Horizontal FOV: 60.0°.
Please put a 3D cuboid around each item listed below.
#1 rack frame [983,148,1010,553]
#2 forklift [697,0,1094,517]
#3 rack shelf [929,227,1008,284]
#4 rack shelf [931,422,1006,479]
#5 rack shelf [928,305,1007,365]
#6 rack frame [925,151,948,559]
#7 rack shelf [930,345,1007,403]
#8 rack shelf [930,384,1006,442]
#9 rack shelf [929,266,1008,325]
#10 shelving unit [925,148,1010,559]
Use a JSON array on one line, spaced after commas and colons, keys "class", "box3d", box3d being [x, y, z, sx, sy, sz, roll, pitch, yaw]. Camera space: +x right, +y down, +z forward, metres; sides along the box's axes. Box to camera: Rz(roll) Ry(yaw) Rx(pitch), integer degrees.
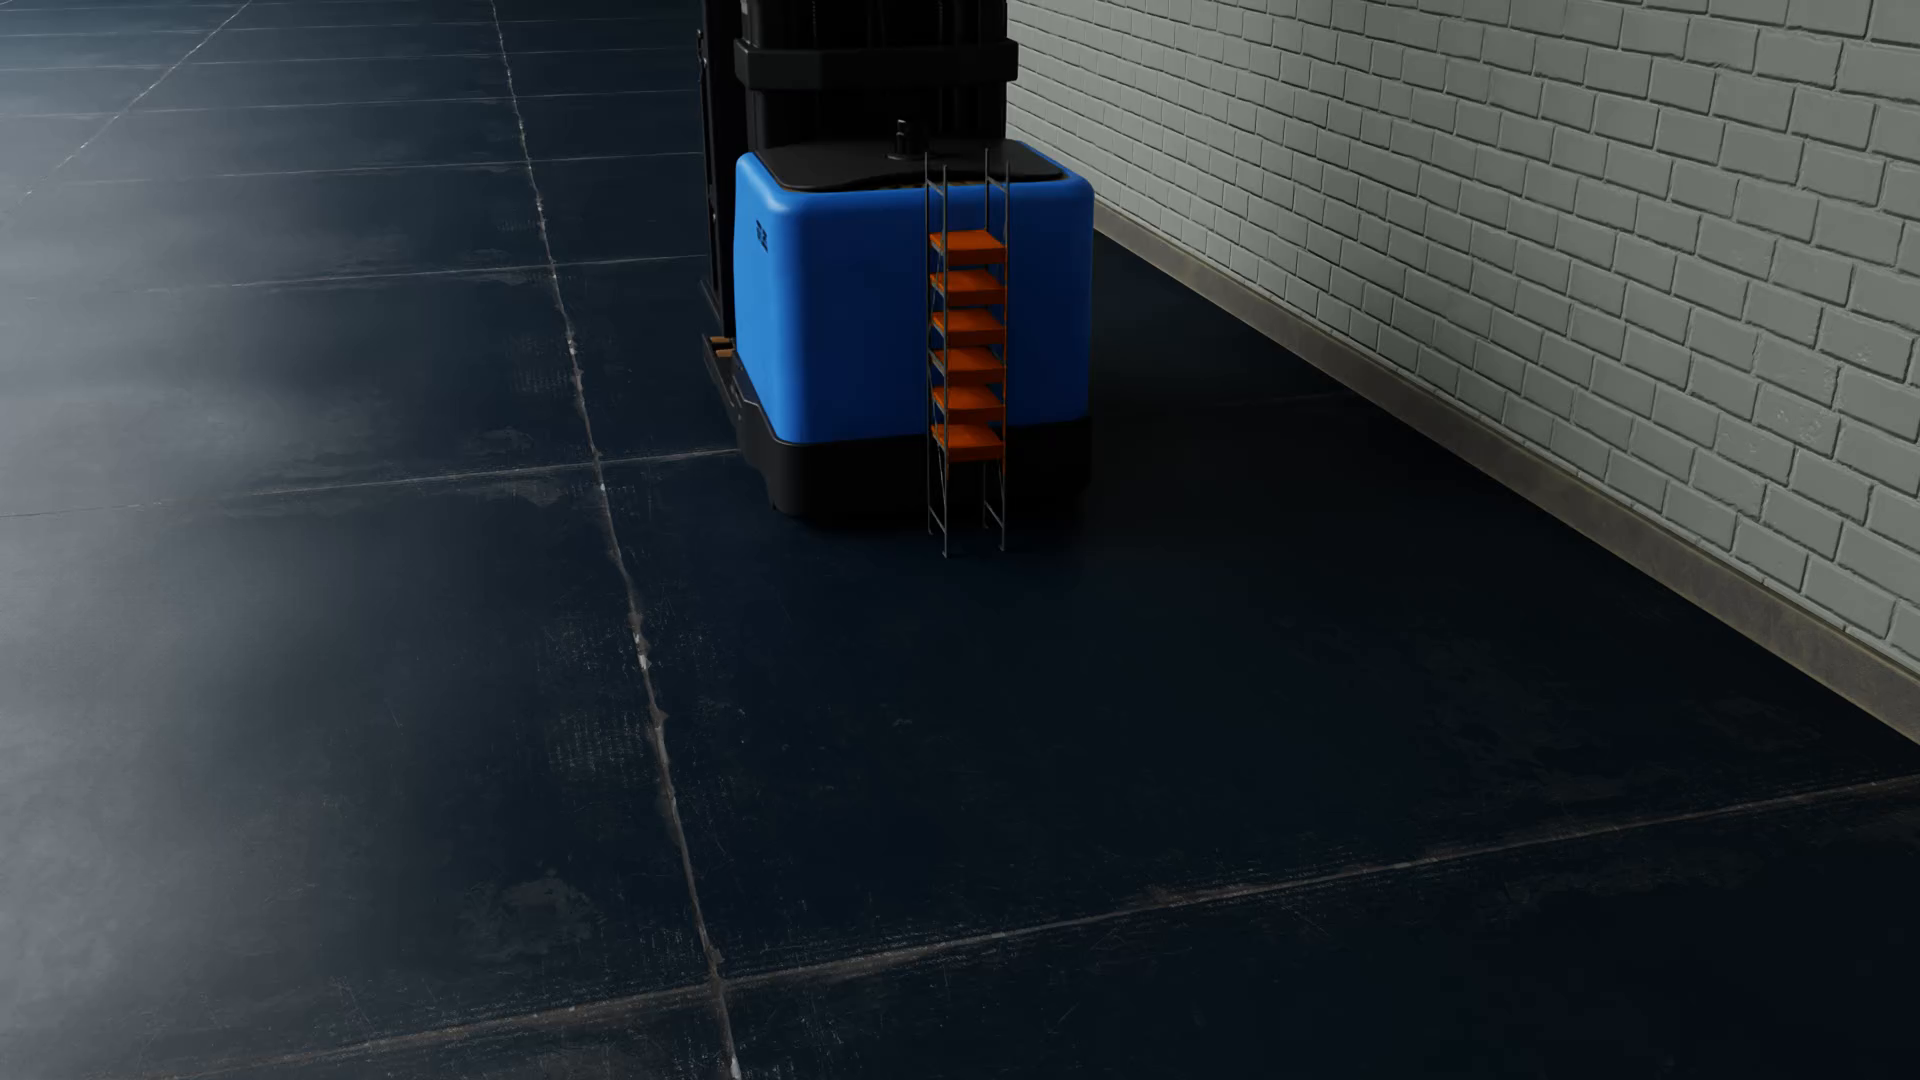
[{"class": "rack frame", "box3d": [0.108, -0.556, 5.023, 0.006, 1.200, 0.240, -6, 24, -13]}, {"class": "forklift", "box3d": [-0.431, -1.974, 6.133, 1.130, 2.935, 3.031, -6, 24, -13]}, {"class": "rack shelf", "box3d": [0.019, -0.837, 4.878, 0.180, 0.103, 0.258, -6, 24, -13]}, {"class": "rack shelf", "box3d": [0.019, -0.286, 5.115, 0.180, 0.103, 0.258, -6, 24, -13]}, {"class": "rack shelf", "box3d": [0.019, -0.616, 4.973, 0.180, 0.103, 0.258, -6, 24, -13]}, {"class": "rack frame", "box3d": [-0.069, -0.538, 4.981, 0.006, 1.200, 0.240, -6, 24, -13]}, {"class": "rack shelf", "box3d": [0.019, -0.506, 5.020, 0.180, 0.103, 0.258, -6, 24, -13]}, {"class": "rack shelf", "box3d": [0.019, -0.396, 5.068, 0.180, 0.103, 0.258, -6, 24, -13]}, {"class": "rack shelf", "box3d": [0.019, -0.727, 4.925, 0.180, 0.103, 0.258, -6, 24, -13]}, {"class": "shelving unit", "box3d": [0.019, -0.547, 5.002, 0.189, 1.200, 0.258, -6, 24, -13]}]
